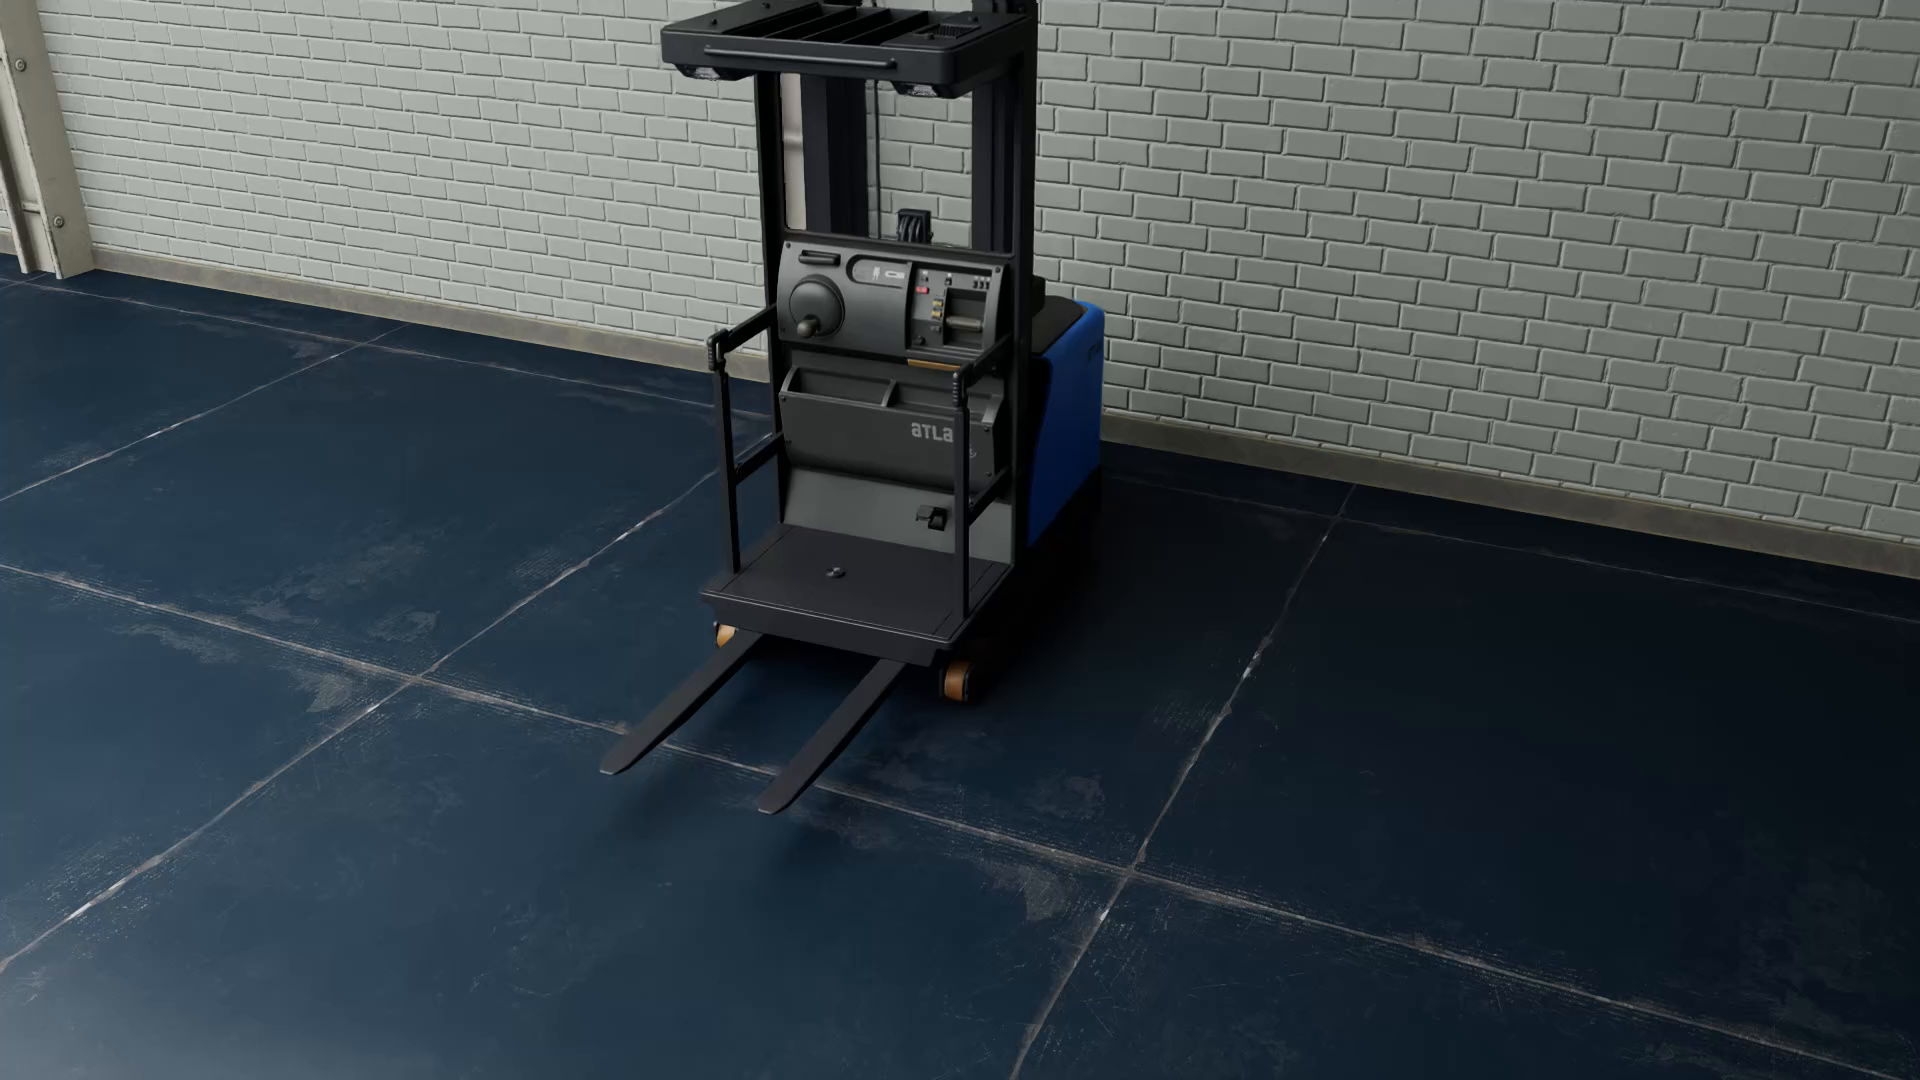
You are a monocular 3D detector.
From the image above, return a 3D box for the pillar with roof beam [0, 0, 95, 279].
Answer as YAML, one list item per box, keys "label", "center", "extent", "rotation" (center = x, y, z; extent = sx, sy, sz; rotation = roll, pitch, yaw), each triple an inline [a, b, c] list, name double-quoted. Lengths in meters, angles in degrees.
- label: "pillar with roof beam"
  center: [-8.040, -4.186, 6.065]
  extent: [0.400, 9.000, 9.100]
  rotation: [11, 28, 22]

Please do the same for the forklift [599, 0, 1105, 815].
- label: "forklift"
  center: [-0.354, -0.895, 6.250]
  extent: [1.130, 2.935, 3.031]
  rotation: [10, 28, 20]

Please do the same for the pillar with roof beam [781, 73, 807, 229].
- label: "pillar with roof beam"
  center: [-2.578, -3.089, 3.837]
  extent: [0.400, 9.000, 9.100]
  rotation: [11, 28, 22]
